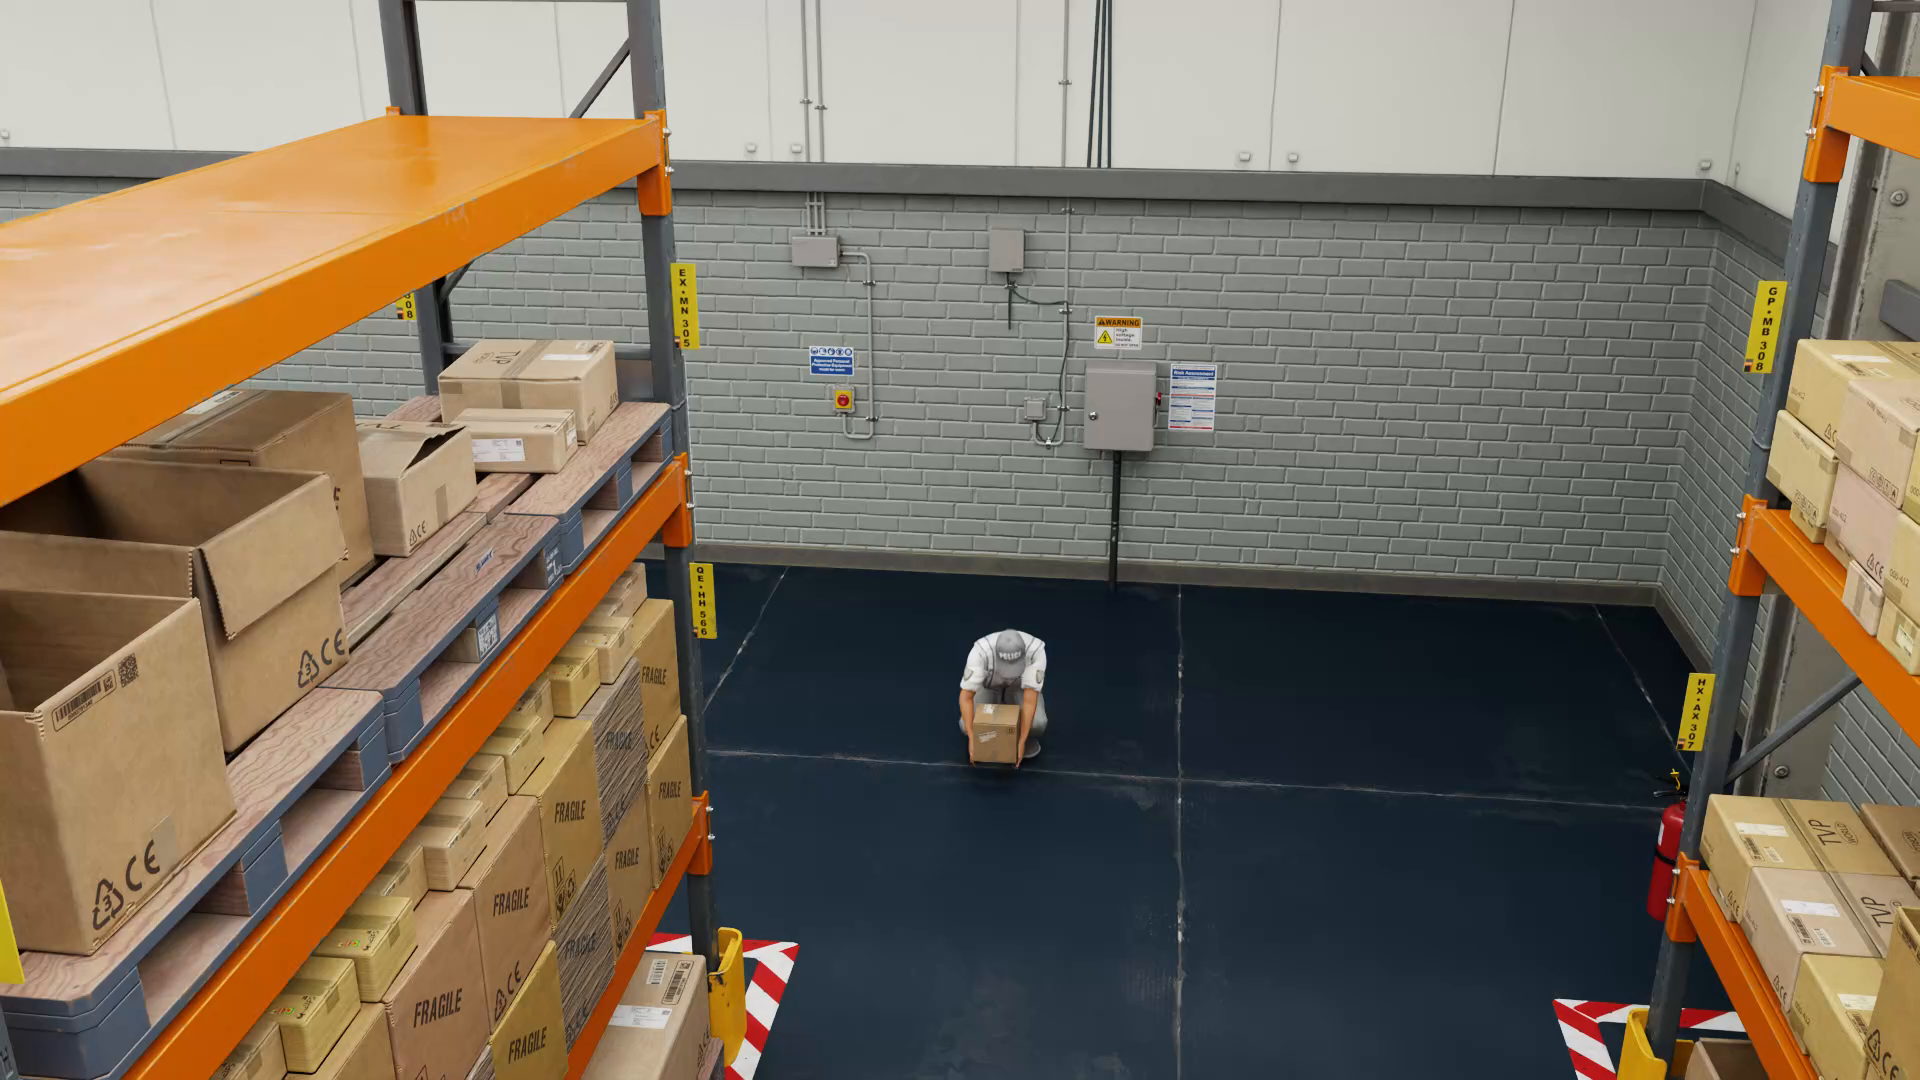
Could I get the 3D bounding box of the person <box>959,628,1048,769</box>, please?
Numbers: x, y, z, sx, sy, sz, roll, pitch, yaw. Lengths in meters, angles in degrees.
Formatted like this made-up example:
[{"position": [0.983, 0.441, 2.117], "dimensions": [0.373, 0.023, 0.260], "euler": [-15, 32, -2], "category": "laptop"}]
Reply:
[{"position": [0.269, 0.869, 9.869], "dimensions": [0.526, 0.945, 0.849], "euler": [2, 21, 6], "category": "person"}]
